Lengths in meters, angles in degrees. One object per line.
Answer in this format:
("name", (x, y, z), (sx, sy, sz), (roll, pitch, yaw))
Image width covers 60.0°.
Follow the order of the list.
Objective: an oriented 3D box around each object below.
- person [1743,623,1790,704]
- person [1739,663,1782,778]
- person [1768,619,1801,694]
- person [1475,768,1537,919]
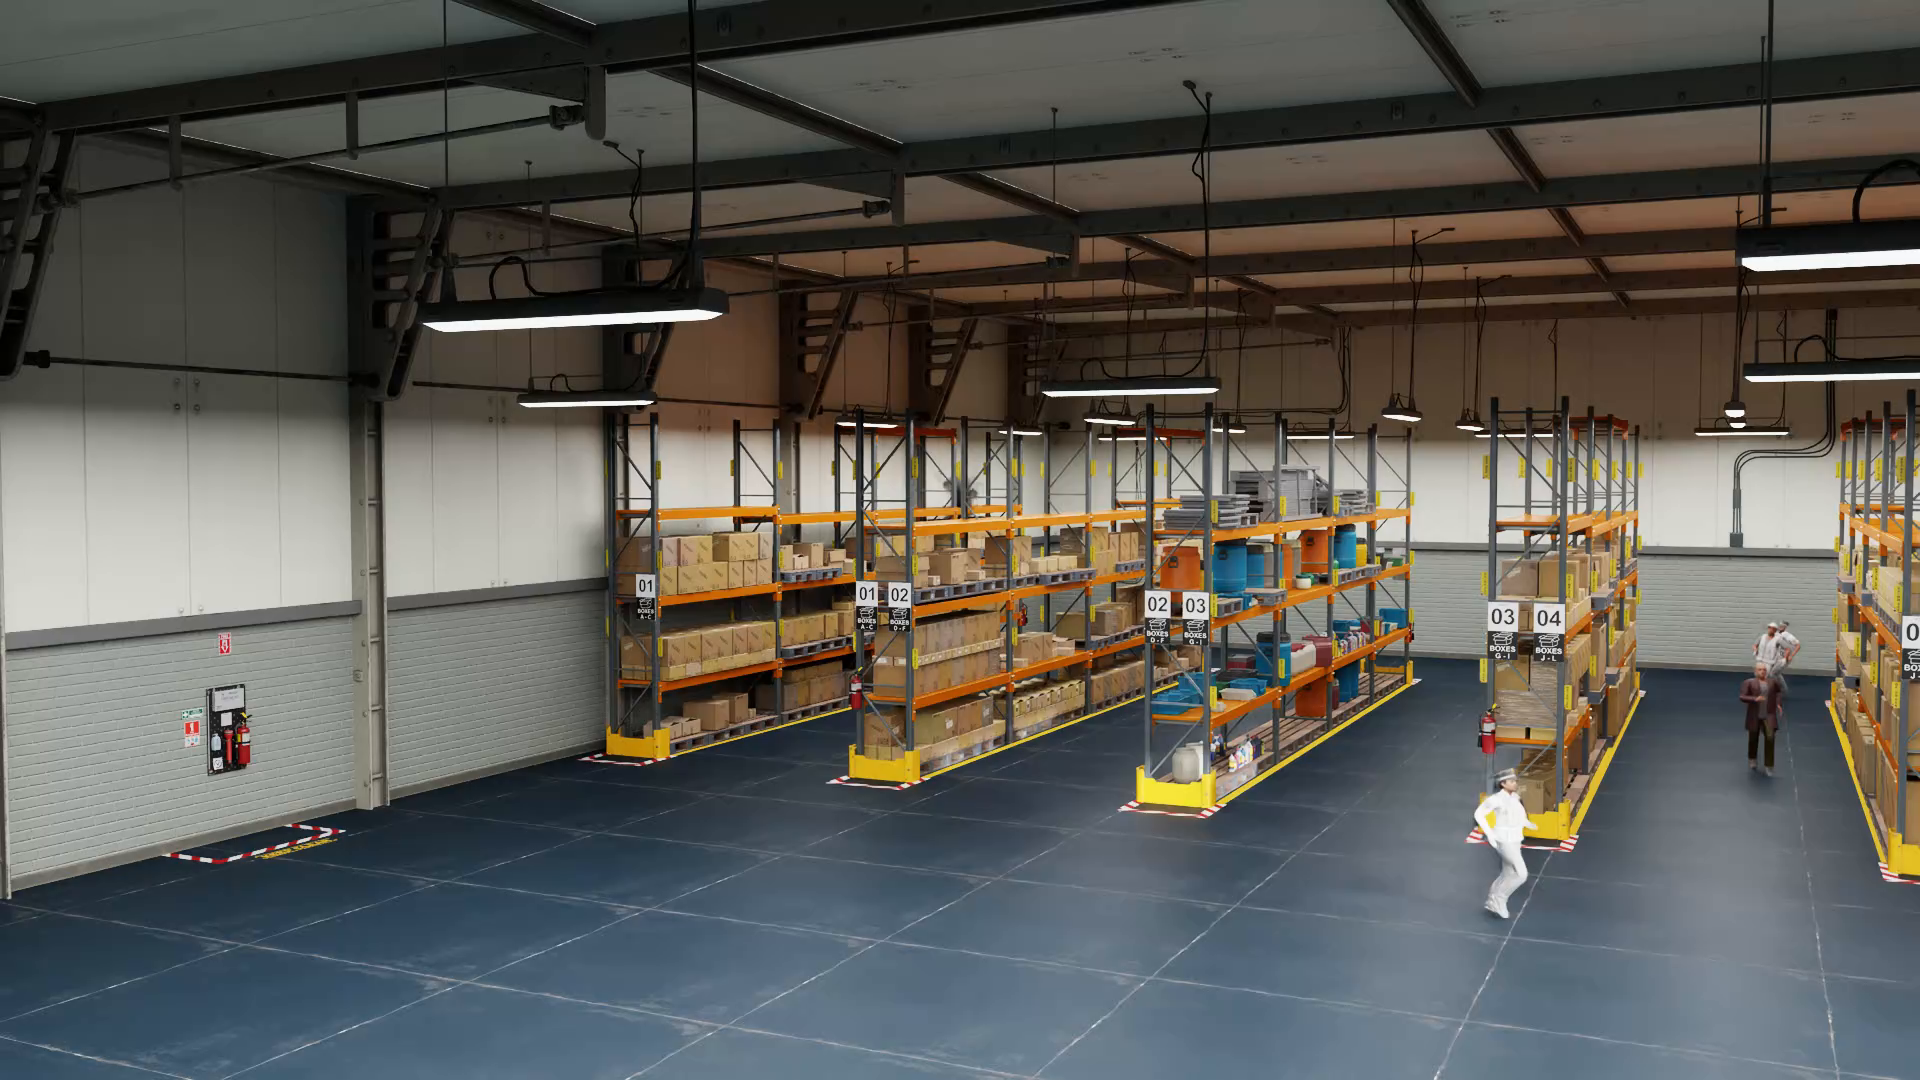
("person", (17.076, 2.616, 35.267), (0.967, 1.731, 0.720), (-1, 3, -29))
("person", (13.223, 2.941, 27.463), (0.678, 1.829, 0.923), (1, 3, 17))
("person", (17.873, 2.629, 36.215), (0.714, 1.801, 0.744), (0, 2, -7))
("person", (6.124, 3.371, 18.521), (0.582, 1.672, 0.647), (-2, 3, -41))
